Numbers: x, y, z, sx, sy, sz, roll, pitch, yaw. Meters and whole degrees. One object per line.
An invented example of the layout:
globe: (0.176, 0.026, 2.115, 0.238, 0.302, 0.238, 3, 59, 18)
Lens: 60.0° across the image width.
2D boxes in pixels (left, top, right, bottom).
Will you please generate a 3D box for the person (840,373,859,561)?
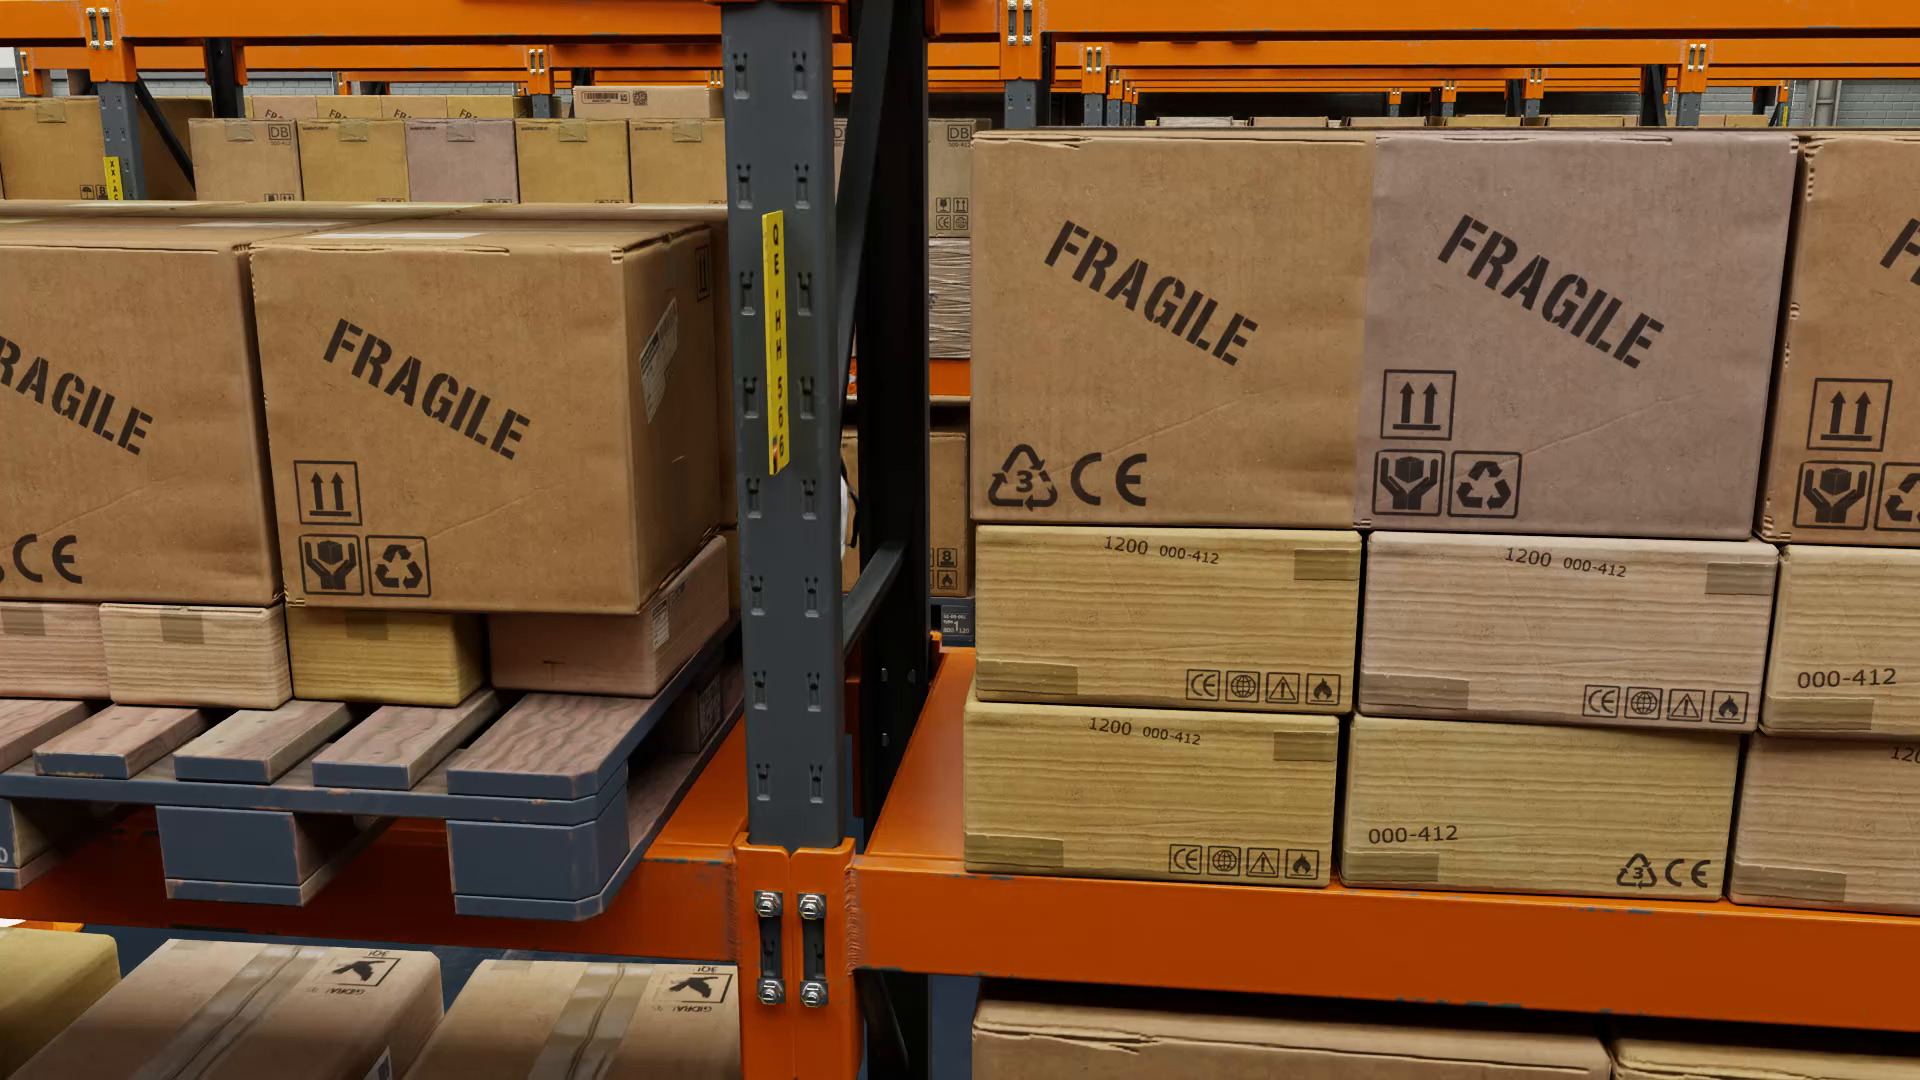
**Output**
person: (-0.613, 0.207, 5.191, 0.572, 1.656, 0.557, 6, 16, 22)
